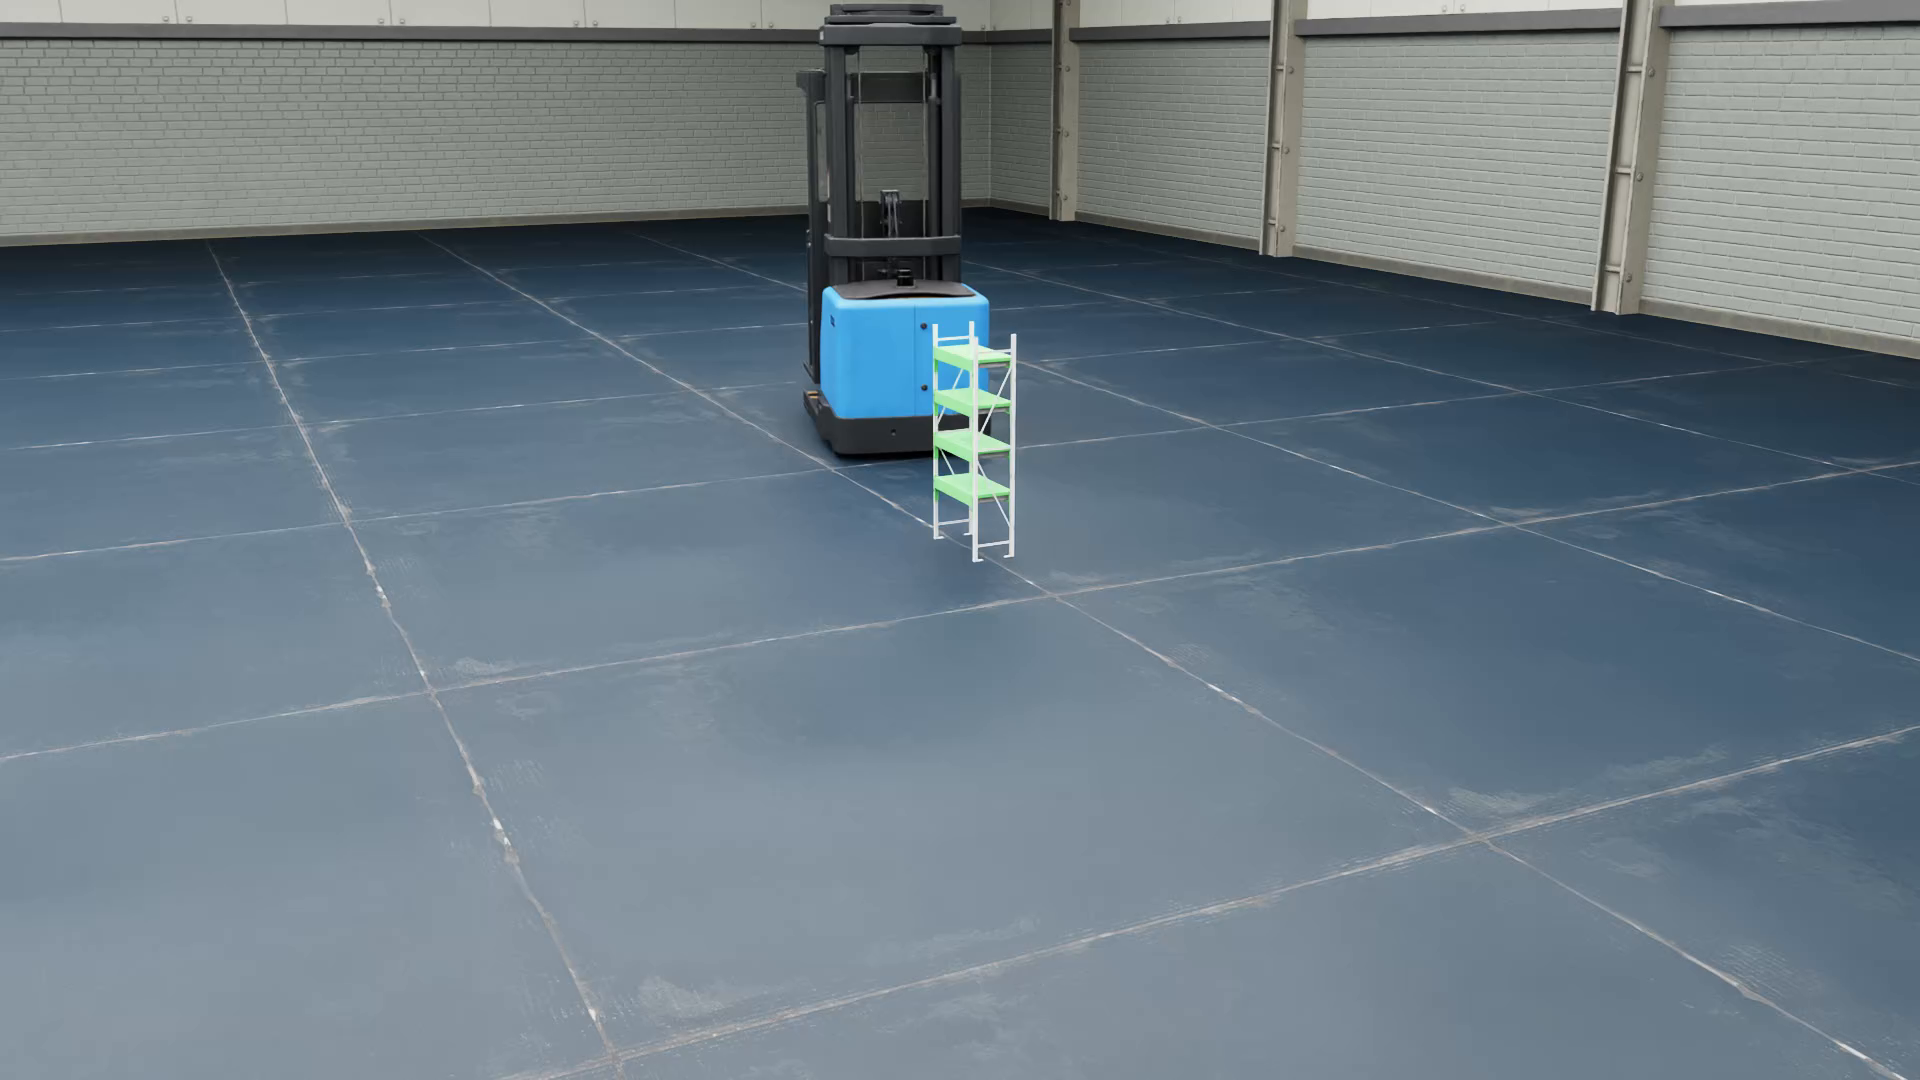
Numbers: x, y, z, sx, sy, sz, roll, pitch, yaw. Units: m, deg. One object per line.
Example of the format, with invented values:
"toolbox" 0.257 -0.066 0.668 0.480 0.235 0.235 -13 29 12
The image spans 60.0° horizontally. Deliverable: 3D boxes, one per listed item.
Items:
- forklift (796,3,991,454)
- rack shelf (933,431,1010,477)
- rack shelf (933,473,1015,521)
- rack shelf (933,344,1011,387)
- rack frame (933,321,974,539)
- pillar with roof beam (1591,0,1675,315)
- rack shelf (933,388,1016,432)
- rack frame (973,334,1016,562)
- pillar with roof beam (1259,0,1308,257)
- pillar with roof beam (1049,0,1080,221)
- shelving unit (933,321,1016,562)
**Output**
"forklift" -0.579 -2.337 12.080 1.130 2.935 3.031 -3 16 -11
"rack shelf" 0.073 -0.474 8.960 0.258 0.148 0.480 -8 18 -25
"rack shelf" 0.073 -0.244 9.026 0.258 0.148 0.480 -8 18 -25
"rack shelf" 0.073 -0.936 8.827 0.258 0.148 0.480 -8 18 -25
"rack frame" -0.034 -0.596 9.153 0.240 1.200 0.015 -8 18 -25
"pillar with roof beam" 3.125 -6.245 14.699 9.100 9.000 0.400 -8 18 -25
"rack shelf" 0.073 -0.705 8.894 0.258 0.148 0.480 -8 18 -25
"rack frame" 0.179 -0.475 8.731 0.240 1.200 0.015 -8 18 -25
"pillar with roof beam" 0.496 -7.733 19.883 9.100 9.000 0.400 -8 18 -25
"pillar with roof beam" -2.132 -9.221 25.068 9.100 9.000 0.400 -8 18 -25
"shelving unit" 0.073 -0.536 8.942 0.258 1.200 0.503 -8 18 -25
